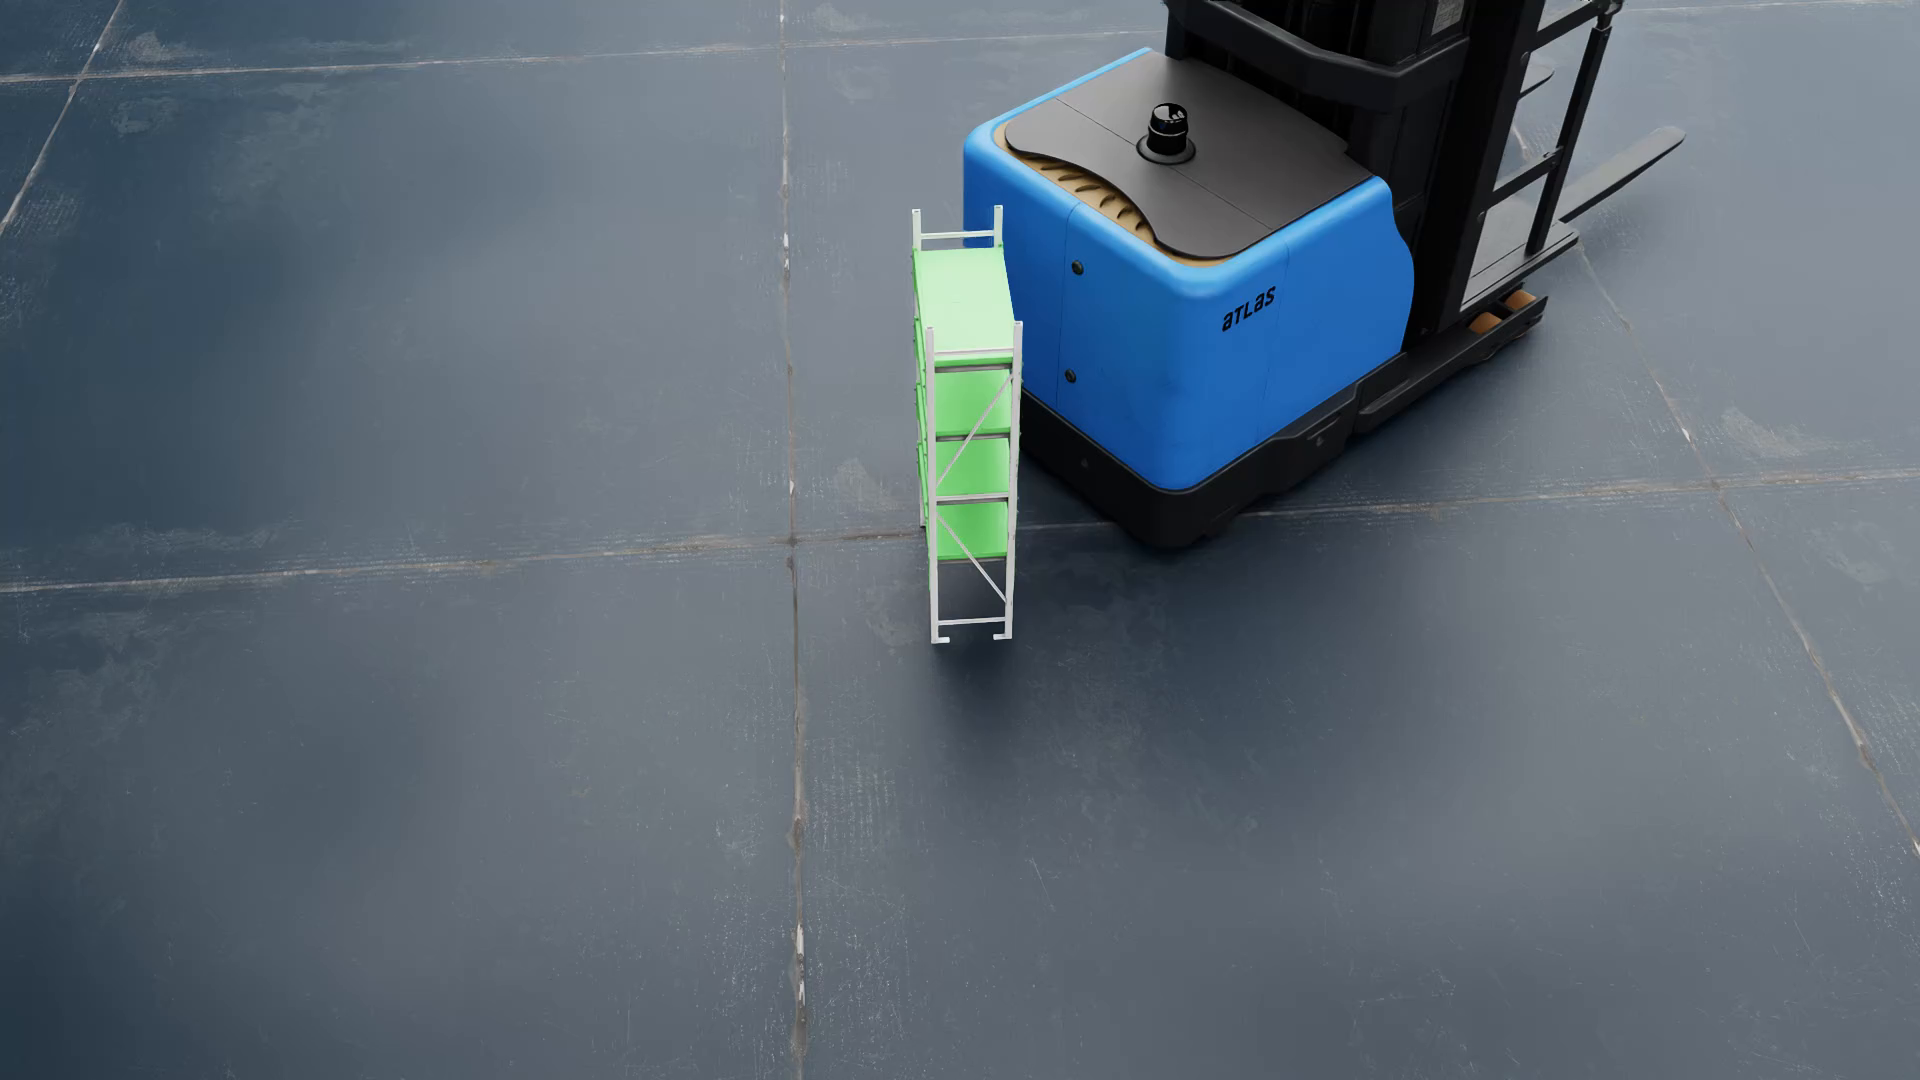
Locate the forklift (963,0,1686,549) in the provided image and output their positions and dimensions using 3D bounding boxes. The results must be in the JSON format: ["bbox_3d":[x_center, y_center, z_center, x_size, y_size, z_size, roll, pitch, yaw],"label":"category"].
[{"bbox_3d":[1.444,-1.901,5.032,3.031,2.935,1.130,-32,54,-26],"label":"forklift"}]

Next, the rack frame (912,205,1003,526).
[{"bbox_3d":[-0.007,-0.469,4.868,0.240,1.200,0.015,-3,47,-3],"label":"rack frame"}]

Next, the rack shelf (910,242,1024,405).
[{"bbox_3d":[0.014,-0.579,4.399,0.258,0.148,0.480,-3,47,-3],"label":"rack shelf"}]

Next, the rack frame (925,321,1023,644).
[{"bbox_3d":[0.034,-0.116,4.534,0.240,1.200,0.015,-3,47,-3],"label":"rack frame"}]

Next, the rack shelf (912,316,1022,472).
[{"bbox_3d":[0.014,-0.414,4.573,0.258,0.148,0.480,-3,47,-3],"label":"rack shelf"}]

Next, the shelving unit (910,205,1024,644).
[{"bbox_3d":[0.014,-0.293,4.701,0.258,1.200,0.503,-3,47,-3],"label":"shelving unit"}]

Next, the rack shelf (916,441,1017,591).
[{"bbox_3d":[0.014,-0.084,4.922,0.258,0.148,0.480,-3,47,-3],"label":"rack shelf"}]

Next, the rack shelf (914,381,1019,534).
[{"bbox_3d":[0.014,-0.249,4.747,0.258,0.148,0.480,-3,47,-3],"label":"rack shelf"}]
